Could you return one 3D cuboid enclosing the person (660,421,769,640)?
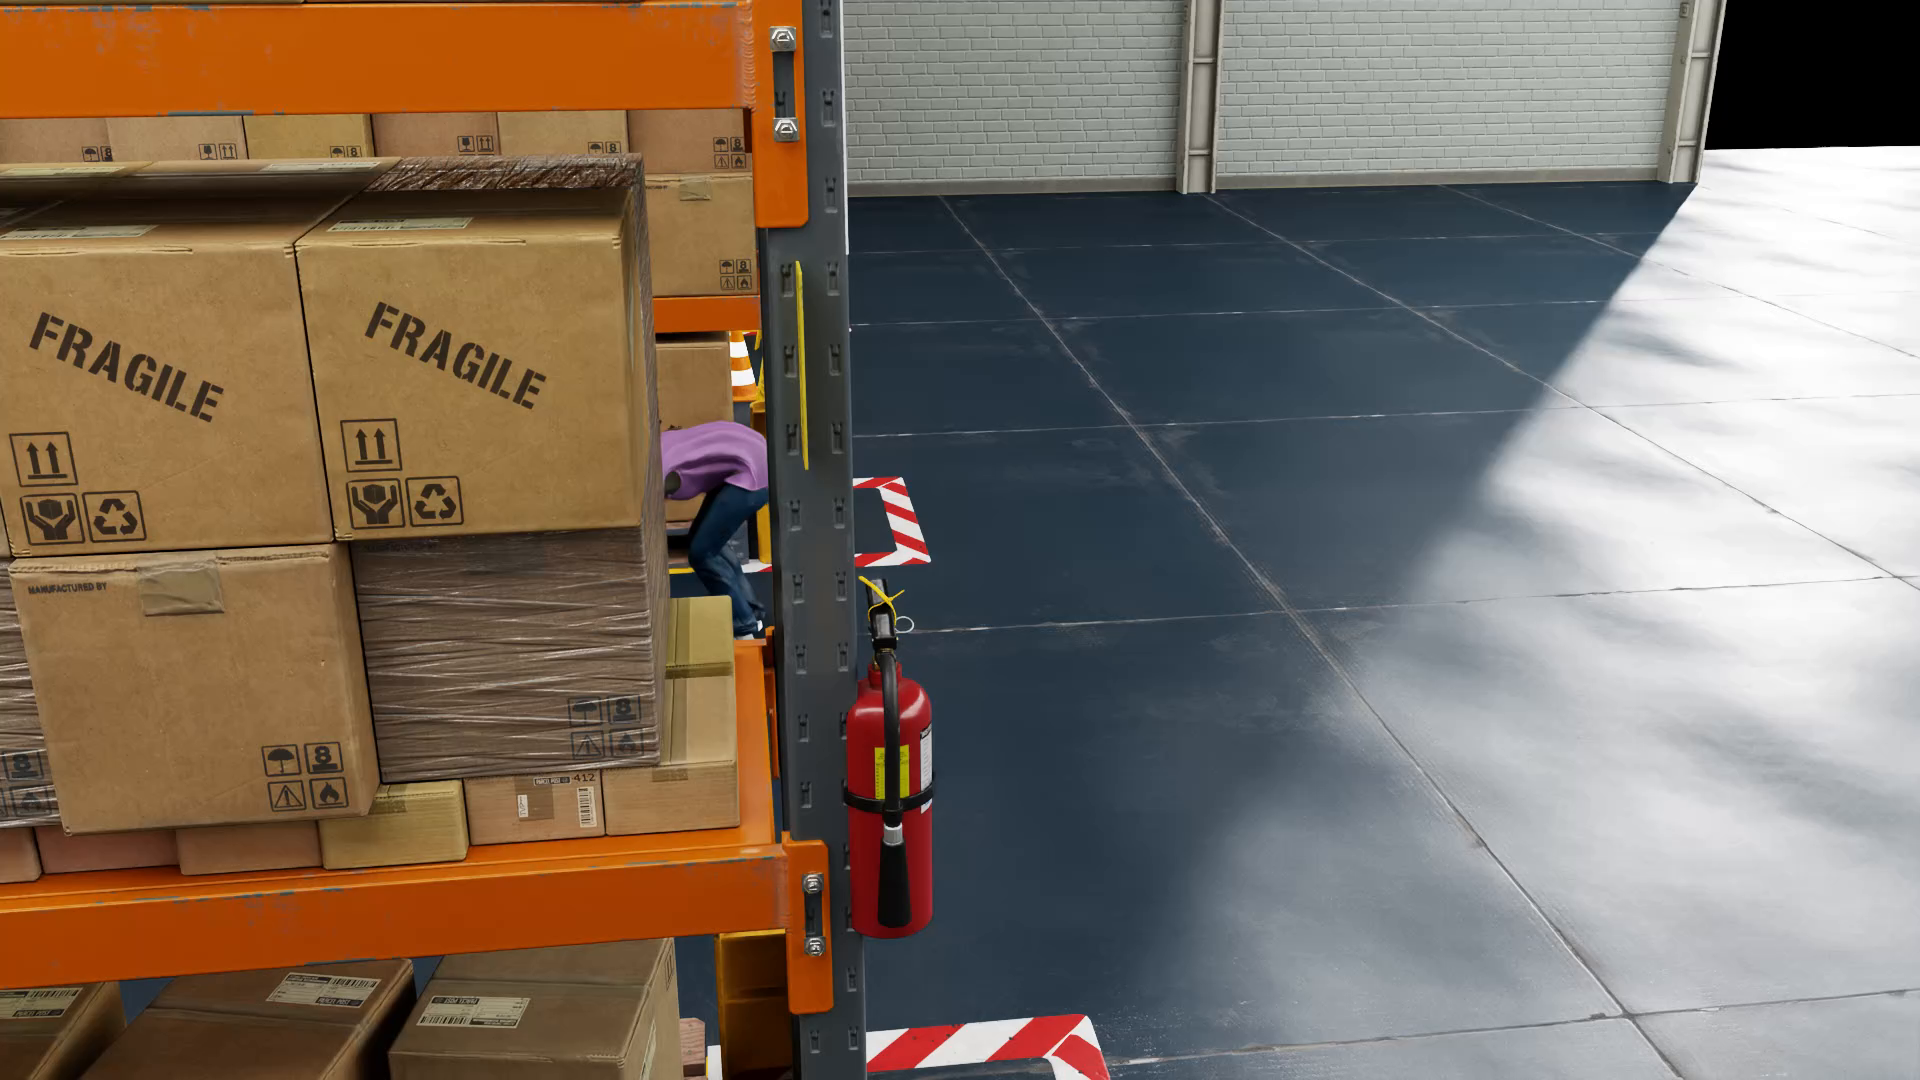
[{"bbox_3d":[-1.170,-0.005,6.993,0.871,0.980,0.396,-4,21,-10],"label":"person"}]
